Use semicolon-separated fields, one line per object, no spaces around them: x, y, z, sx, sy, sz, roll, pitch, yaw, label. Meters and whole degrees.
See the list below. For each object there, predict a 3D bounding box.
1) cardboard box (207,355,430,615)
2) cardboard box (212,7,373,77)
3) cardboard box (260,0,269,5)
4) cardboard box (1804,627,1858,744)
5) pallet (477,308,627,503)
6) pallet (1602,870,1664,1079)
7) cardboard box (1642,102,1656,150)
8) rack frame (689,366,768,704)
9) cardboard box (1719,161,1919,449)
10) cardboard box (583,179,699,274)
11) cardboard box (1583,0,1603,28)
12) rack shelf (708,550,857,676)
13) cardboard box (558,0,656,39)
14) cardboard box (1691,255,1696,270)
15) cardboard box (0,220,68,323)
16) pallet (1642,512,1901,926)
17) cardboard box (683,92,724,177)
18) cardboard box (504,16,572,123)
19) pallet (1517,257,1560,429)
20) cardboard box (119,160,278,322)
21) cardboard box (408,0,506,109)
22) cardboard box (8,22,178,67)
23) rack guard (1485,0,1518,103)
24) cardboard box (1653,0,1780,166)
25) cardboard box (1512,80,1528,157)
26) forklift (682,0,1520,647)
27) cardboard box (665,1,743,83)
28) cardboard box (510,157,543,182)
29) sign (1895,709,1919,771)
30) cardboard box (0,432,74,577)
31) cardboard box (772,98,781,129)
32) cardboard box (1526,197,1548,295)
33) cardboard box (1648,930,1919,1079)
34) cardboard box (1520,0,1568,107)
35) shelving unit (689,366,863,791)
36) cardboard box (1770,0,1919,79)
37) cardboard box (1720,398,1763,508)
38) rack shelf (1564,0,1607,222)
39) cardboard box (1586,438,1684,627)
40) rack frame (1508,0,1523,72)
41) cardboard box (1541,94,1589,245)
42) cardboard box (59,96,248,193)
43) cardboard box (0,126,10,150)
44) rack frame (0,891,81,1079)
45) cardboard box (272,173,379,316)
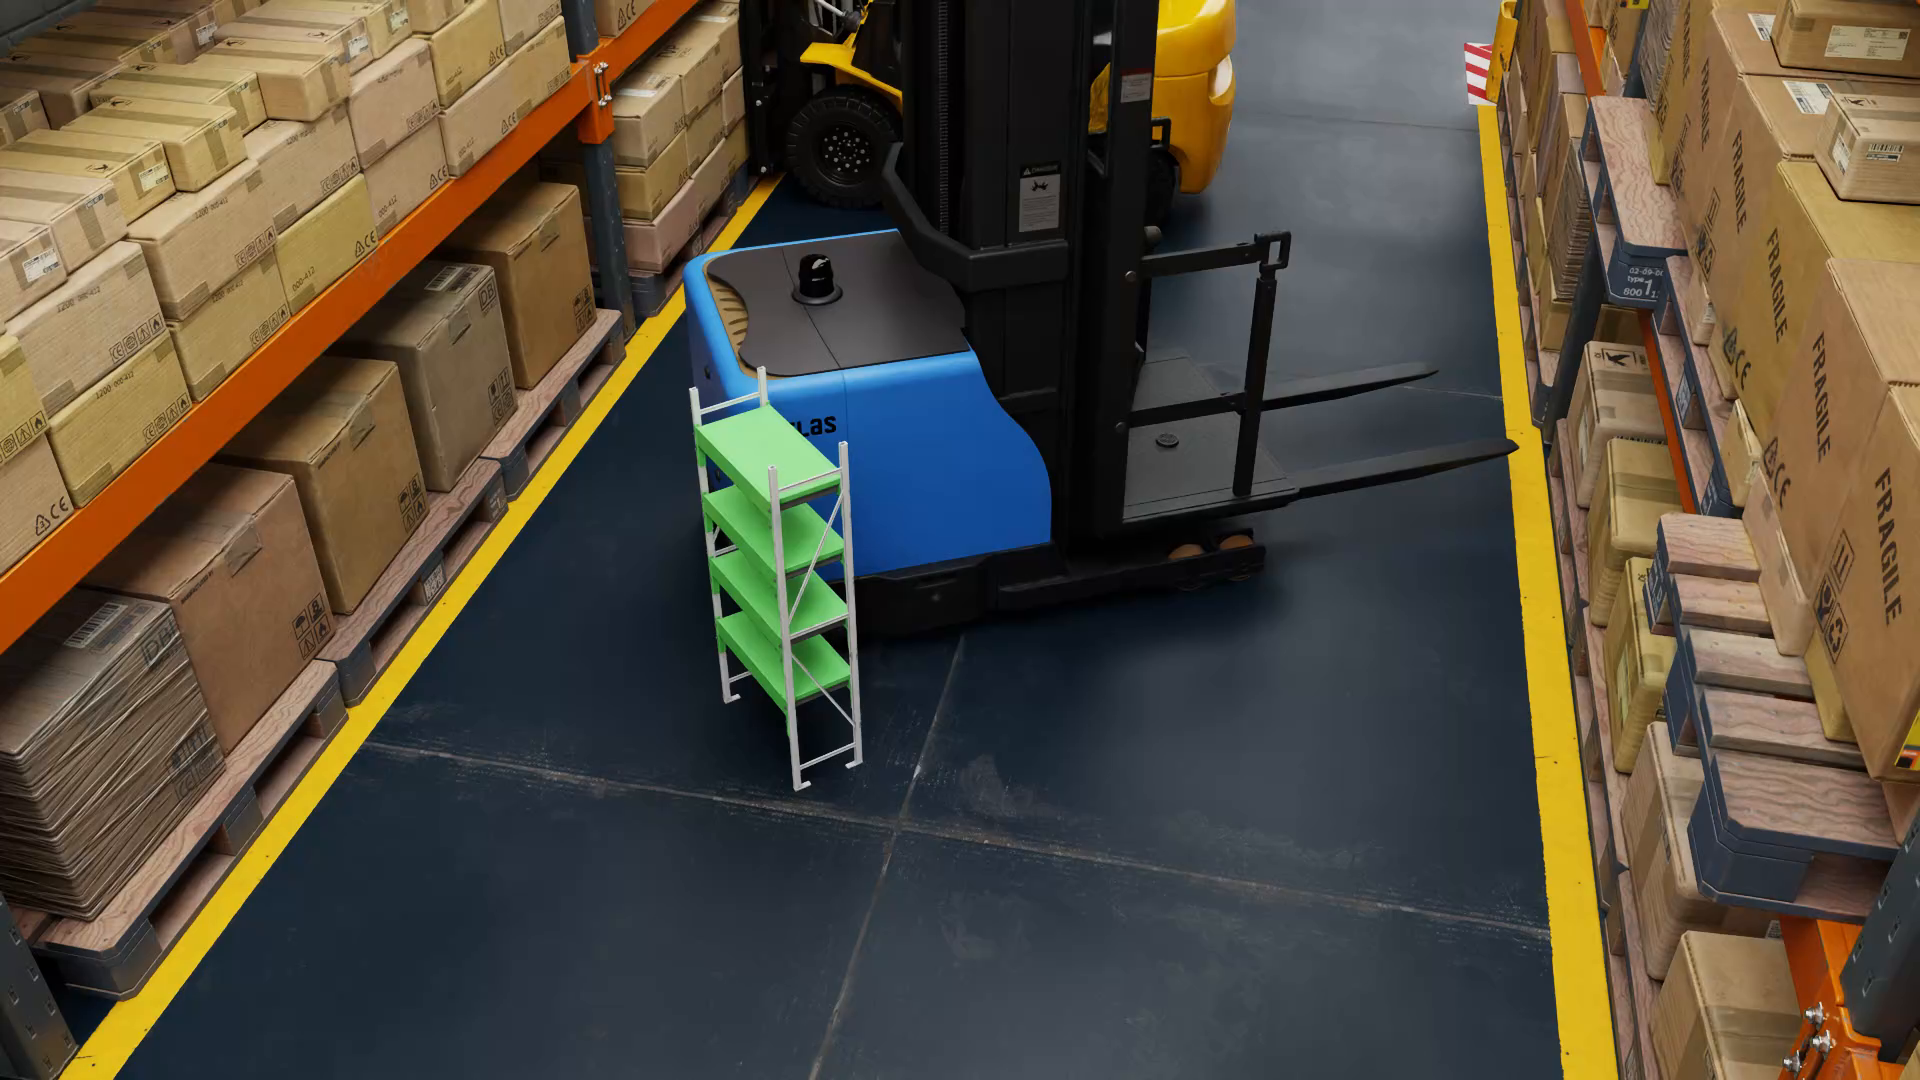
-2.403;-0.222;5.666;0.875;0.625;0.625;6;36;8;cardboard box
-2.071;-1.533;5.171;0.380;0.149;0.250;8;37;10;cardboard box
-2.452;-1.879;5.648;0.380;0.149;0.250;7;37;10;cardboard box
1.852;0.275;3.171;0.380;0.149;0.250;8;37;11;cardboard box
-2.090;-0.633;6.944;1.003;0.211;1.213;7;37;10;pallet
2.193;1.405;4.132;1.003;0.211;1.213;7;37;10;pallet
2.453;-1.361;5.427;0.380;0.149;0.250;8;37;11;cardboard box
-0.678;0.014;5.208;0.240;1.200;0.015;-21;41;-26;rack frame
2.057;-0.490;3.674;0.500;0.500;0.500;5;36;7;cardboard box
-1.544;-1.482;7.724;0.500;0.250;0.500;8;37;10;cardboard box
2.864;-2.273;7.045;0.380;0.149;0.250;7;36;9;cardboard box
-0.546;0.186;5.079;0.258;0.148;0.480;-21;41;-26;rack shelf
-1.621;-2.452;6.992;0.500;0.500;0.500;6;36;9;cardboard box
2.254;-0.763;4.603;0.380;0.149;0.250;8;37;10;cardboard box
-2.384;-0.649;3.952;0.380;0.149;0.250;8;37;11;cardboard box
2.073;0.379;3.334;1.213;0.211;1.003;7;37;10;pallet
-1.460;-1.976;7.980;0.500;0.250;0.500;7;37;10;cardboard box
-1.823;-1.807;6.315;0.500;0.250;0.500;8;37;11;cardboard box
2.988;-0.830;7.215;1.003;0.211;1.213;7;37;10;pallet
-2.254;-0.847;4.564;0.500;0.250;0.500;6;36;9;cardboard box
-1.929;-1.722;5.772;0.500;0.250;0.500;6;36;9;cardboard box
-2.626;-1.450;5.057;0.380;0.149;0.250;8;37;10;cardboard box
3.717;-2.807;9.697;1.175;0.500;0.348;7;37;10;rack guard
2.393;-1.380;4.902;0.500;0.500;0.500;7;37;10;cardboard box
3.175;-2.200;8.715;0.500;0.250;0.500;9;37;12;cardboard box
0.597;-1.292;5.535;3.031;2.935;1.130;-10;37;-13;forklift
-1.347;-2.468;8.232;0.500;0.250;0.500;9;37;12;cardboard box
-2.067;-1.754;7.673;0.500;0.250;0.500;7;36;9;cardboard box
1.493;0.224;2.465;0.100;0.325;0.005;7;37;10;sign
-2.491;-0.059;3.904;0.500;0.250;0.500;7;37;10;cardboard box
-1.228;-2.360;8.936;0.500;0.250;0.500;8;37;11;cardboard box
2.847;-1.305;7.480;0.500;0.250;0.500;6;36;9;cardboard box
2.155;1.295;3.789;0.950;0.372;0.625;5;36;7;cardboard box
3.179;-2.481;8.464;0.500;0.500;0.500;6;36;8;cardboard box
-0.546;0.135;5.042;0.258;1.200;0.503;-21;41;-26;shelving unit
2.302;-1.302;4.241;0.380;0.149;0.250;9;37;13;cardboard box
1.968;-0.178;3.795;0.380;0.149;0.250;8;37;11;cardboard box
3.307;-2.425;7.653;1.077;0.370;4.000;7;37;10;rack shelf
2.620;0.038;5.523;0.950;0.372;0.625;10;37;13;cardboard box
3.734;-3.863;9.024;1.000;3.000;0.127;7;37;10;rack frame
2.850;-1.595;7.240;0.500;0.500;0.500;8;37;11;cardboard box
-2.204;-1.087;4.555;0.380;0.149;0.250;8;37;11;cardboard box
-2.775;-1.006;4.444;0.380;0.149;0.250;7;37;10;cardboard box
-2.825;0.104;3.551;1.000;3.000;0.127;7;37;10;rack frame
-2.164;-0.940;5.119;0.500;0.250;0.500;8;37;11;cardboard box
